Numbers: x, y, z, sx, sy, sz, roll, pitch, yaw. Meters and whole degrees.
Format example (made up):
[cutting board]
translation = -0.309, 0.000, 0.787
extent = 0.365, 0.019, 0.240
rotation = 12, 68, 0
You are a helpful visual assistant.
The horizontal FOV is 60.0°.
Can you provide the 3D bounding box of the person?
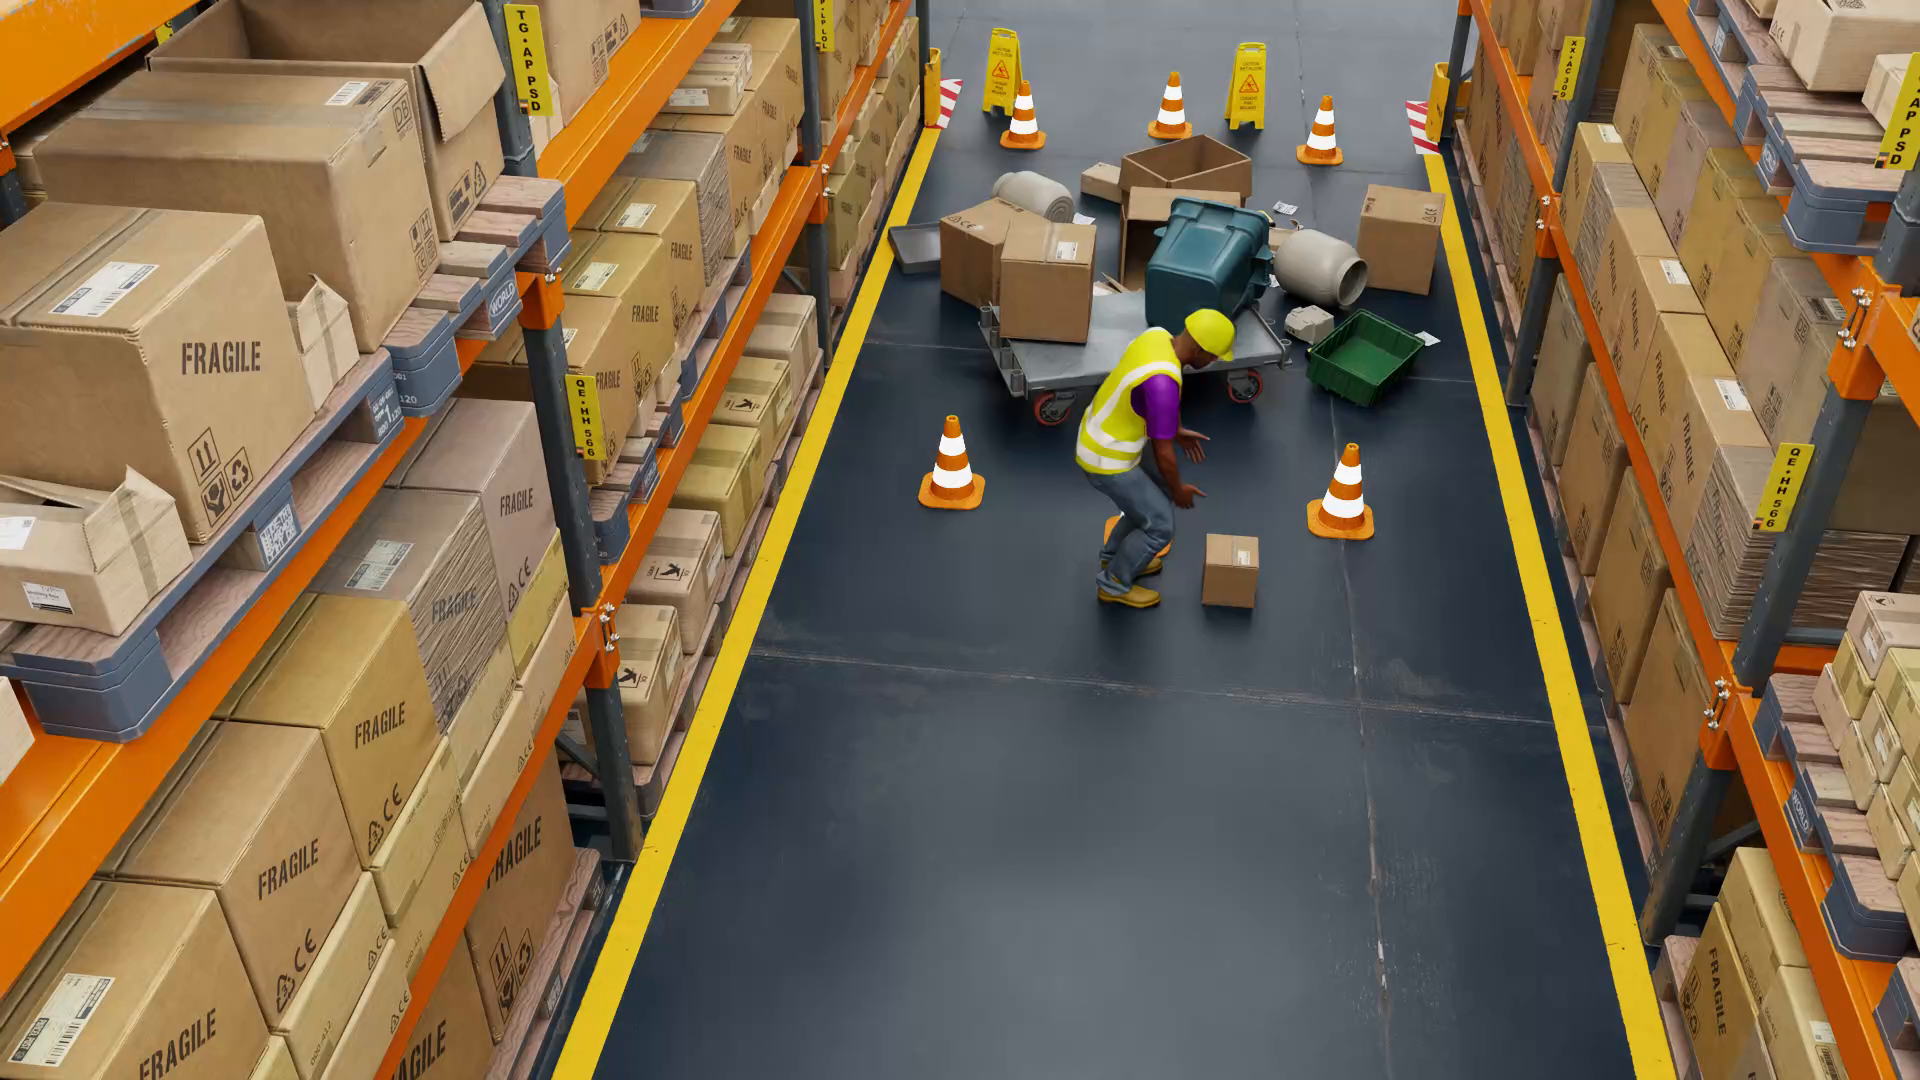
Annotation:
[person]
translation = 0.887, -0.417, 7.809
extent = 0.687, 1.517, 0.627
rotation = 5, 36, 6
